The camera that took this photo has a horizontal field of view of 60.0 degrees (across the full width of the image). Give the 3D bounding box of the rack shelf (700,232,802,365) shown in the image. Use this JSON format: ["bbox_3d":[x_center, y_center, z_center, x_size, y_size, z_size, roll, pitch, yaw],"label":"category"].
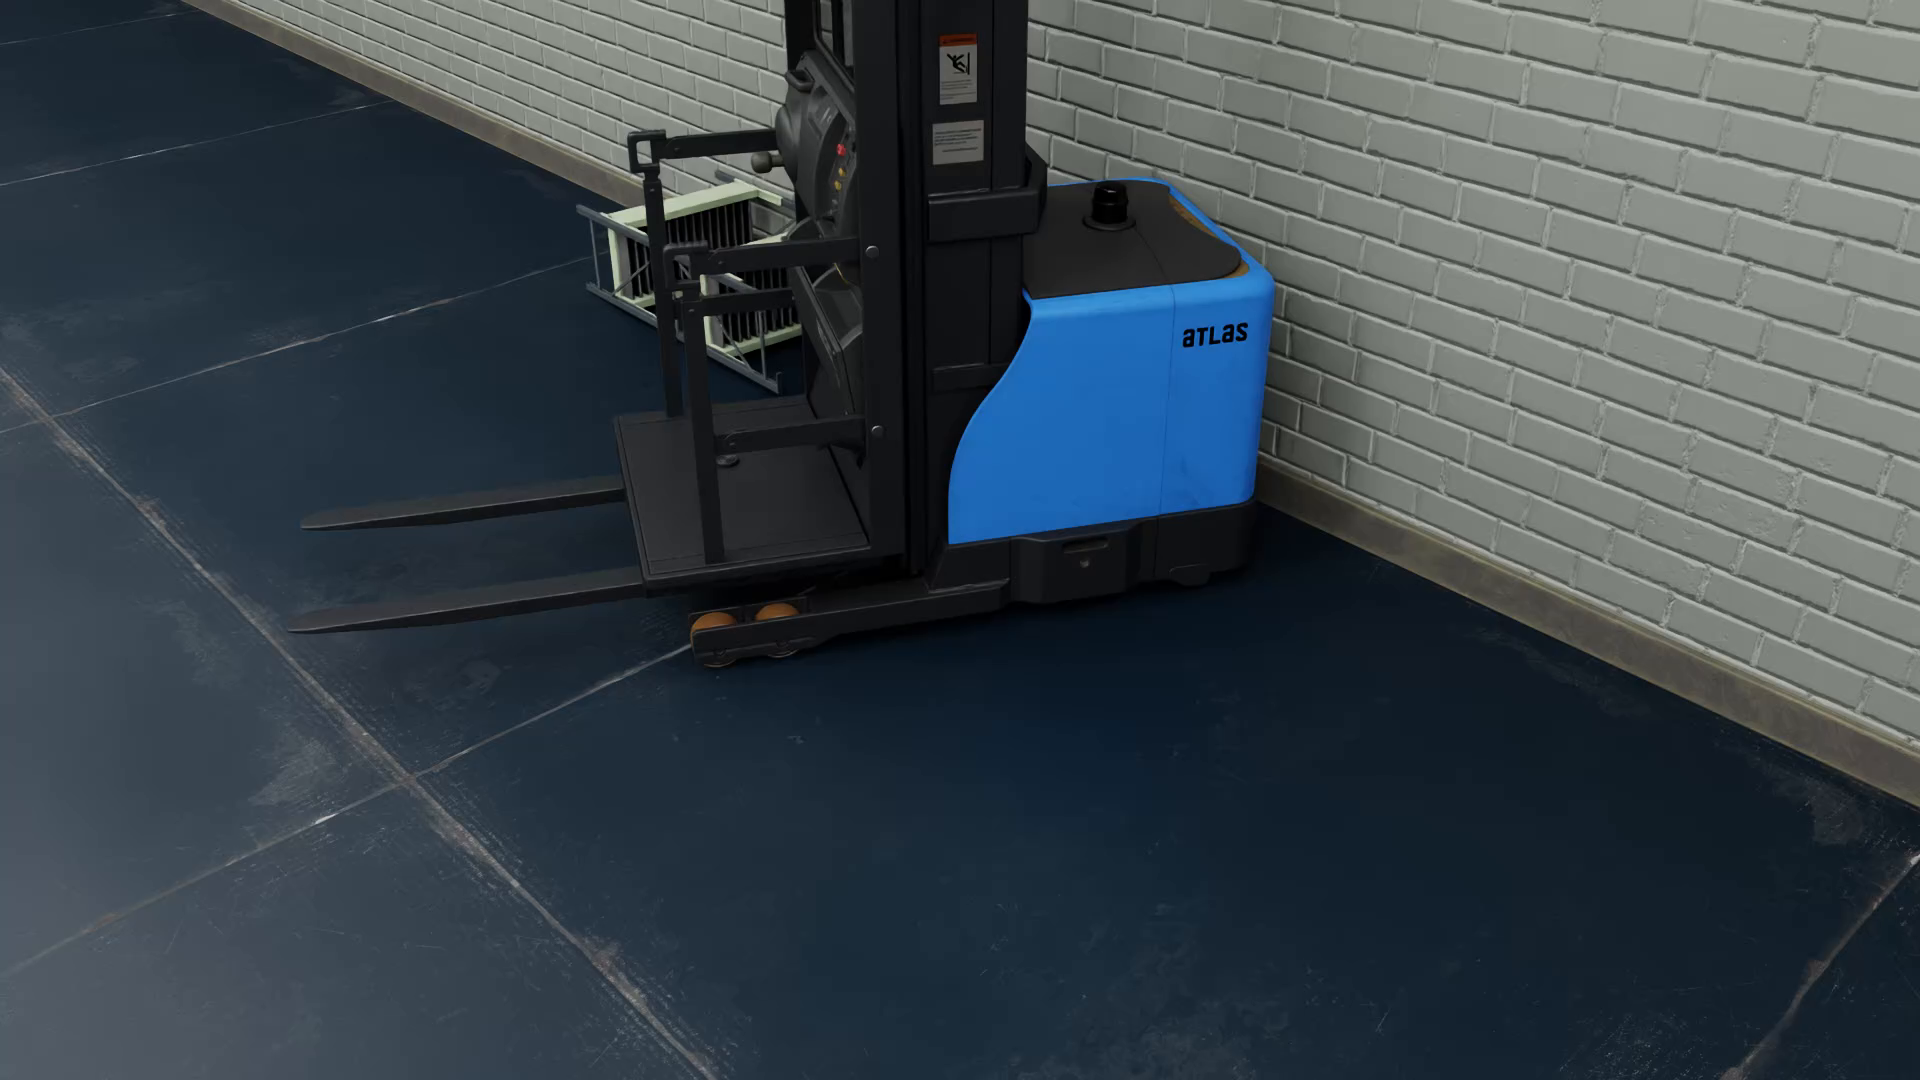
[{"bbox_3d":[-0.713,-1.034,6.979,0.720,0.431,0.370,-24,37,-34],"label":"rack shelf"}]

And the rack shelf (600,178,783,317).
[{"bbox_3d":[-1.181,-1.302,7.450,0.720,0.431,0.370,-24,37,-34],"label":"rack shelf"}]

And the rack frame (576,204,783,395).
[{"bbox_3d":[-1.203,-1.034,6.987,0.023,0.400,1.500,-24,37,-34],"label":"rack frame"}]

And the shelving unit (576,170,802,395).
[{"bbox_3d":[-0.926,-1.156,7.193,0.755,0.431,1.500,-24,37,-34],"label":"shelving unit"}]

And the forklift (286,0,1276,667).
[{"bbox_3d":[-0.604,-1.166,4.847,3.031,2.935,1.130,-8,32,-13],"label":"forklift"}]

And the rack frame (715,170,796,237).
[{"bbox_3d":[-0.649,-1.278,7.399,0.023,0.400,1.500,-24,37,-34],"label":"rack frame"}]
